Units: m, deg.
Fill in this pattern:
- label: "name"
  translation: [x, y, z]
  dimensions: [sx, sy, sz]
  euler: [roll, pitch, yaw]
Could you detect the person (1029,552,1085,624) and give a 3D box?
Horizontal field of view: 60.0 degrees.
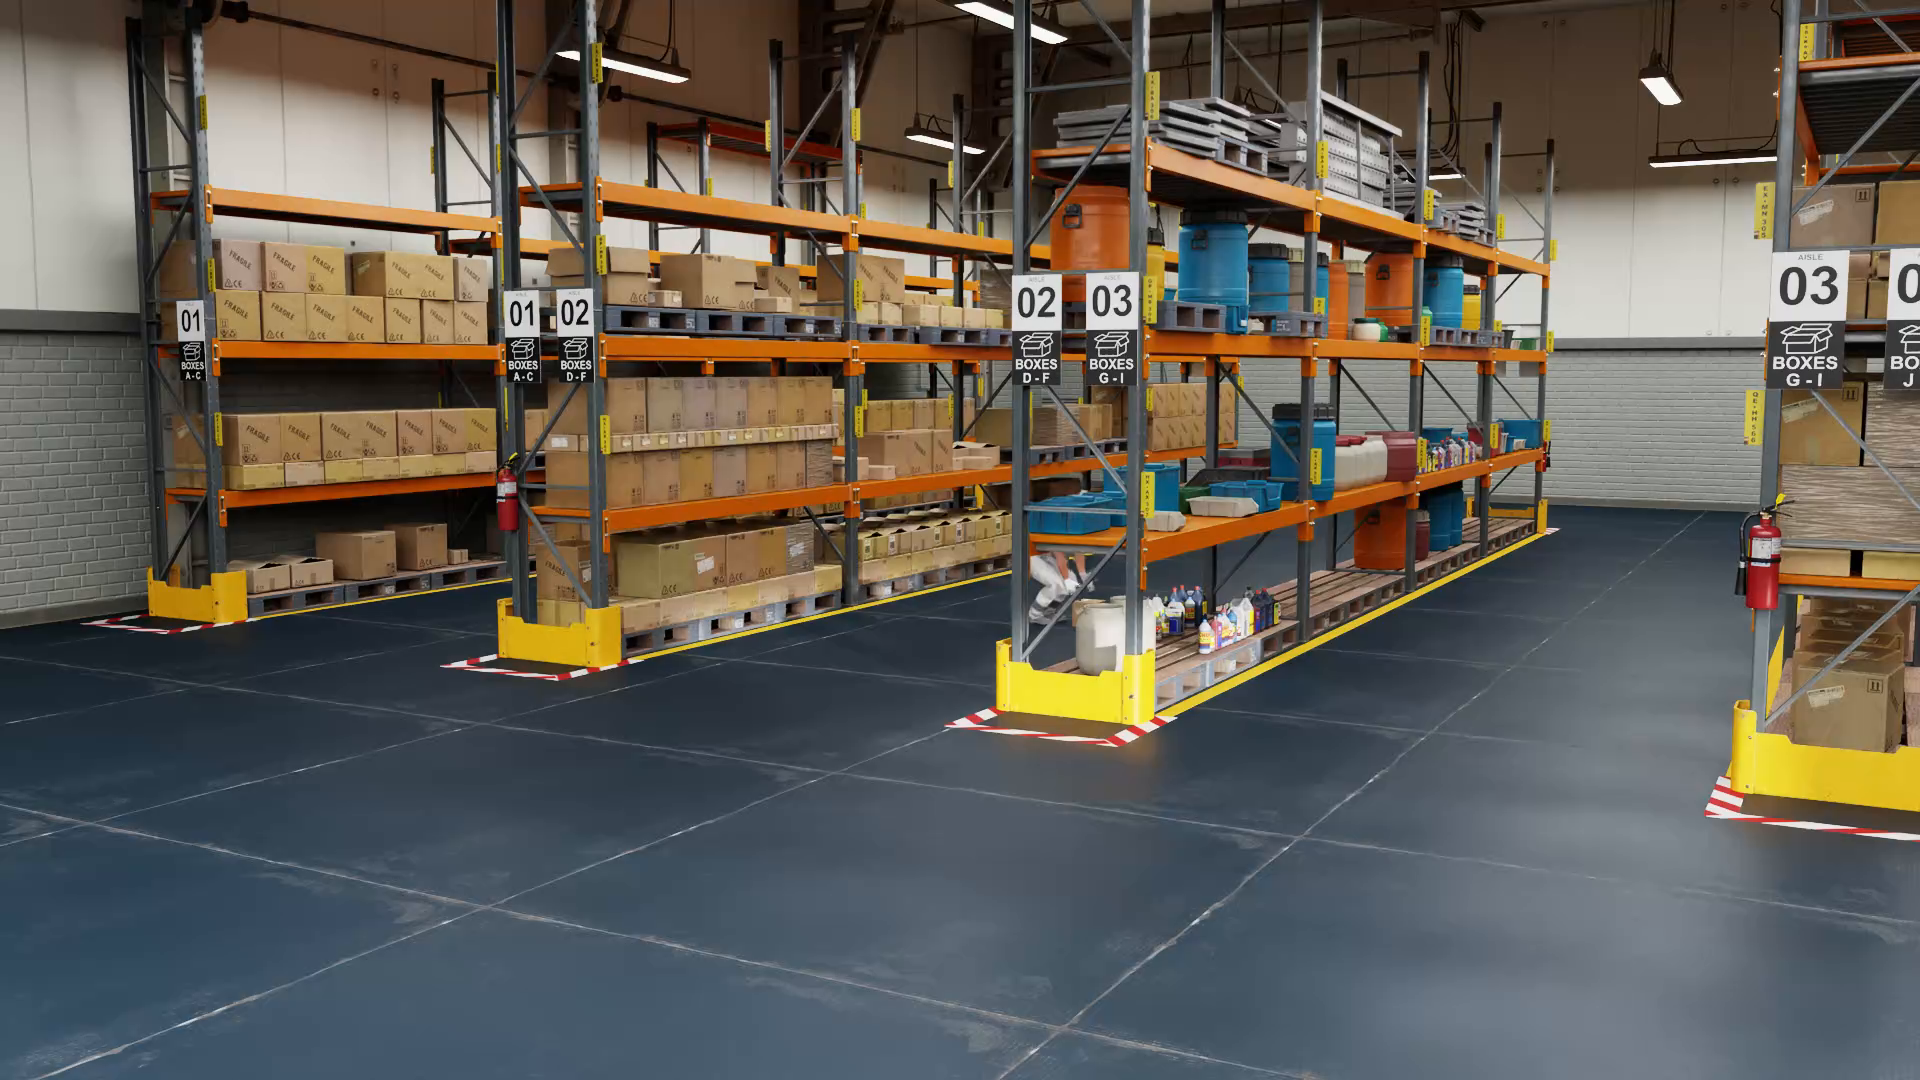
- label: "person"
  translation: [0.962, 0.232, 16.586]
  dimensions: [0.845, 1.201, 0.584]
  euler: [3, 7, 28]
